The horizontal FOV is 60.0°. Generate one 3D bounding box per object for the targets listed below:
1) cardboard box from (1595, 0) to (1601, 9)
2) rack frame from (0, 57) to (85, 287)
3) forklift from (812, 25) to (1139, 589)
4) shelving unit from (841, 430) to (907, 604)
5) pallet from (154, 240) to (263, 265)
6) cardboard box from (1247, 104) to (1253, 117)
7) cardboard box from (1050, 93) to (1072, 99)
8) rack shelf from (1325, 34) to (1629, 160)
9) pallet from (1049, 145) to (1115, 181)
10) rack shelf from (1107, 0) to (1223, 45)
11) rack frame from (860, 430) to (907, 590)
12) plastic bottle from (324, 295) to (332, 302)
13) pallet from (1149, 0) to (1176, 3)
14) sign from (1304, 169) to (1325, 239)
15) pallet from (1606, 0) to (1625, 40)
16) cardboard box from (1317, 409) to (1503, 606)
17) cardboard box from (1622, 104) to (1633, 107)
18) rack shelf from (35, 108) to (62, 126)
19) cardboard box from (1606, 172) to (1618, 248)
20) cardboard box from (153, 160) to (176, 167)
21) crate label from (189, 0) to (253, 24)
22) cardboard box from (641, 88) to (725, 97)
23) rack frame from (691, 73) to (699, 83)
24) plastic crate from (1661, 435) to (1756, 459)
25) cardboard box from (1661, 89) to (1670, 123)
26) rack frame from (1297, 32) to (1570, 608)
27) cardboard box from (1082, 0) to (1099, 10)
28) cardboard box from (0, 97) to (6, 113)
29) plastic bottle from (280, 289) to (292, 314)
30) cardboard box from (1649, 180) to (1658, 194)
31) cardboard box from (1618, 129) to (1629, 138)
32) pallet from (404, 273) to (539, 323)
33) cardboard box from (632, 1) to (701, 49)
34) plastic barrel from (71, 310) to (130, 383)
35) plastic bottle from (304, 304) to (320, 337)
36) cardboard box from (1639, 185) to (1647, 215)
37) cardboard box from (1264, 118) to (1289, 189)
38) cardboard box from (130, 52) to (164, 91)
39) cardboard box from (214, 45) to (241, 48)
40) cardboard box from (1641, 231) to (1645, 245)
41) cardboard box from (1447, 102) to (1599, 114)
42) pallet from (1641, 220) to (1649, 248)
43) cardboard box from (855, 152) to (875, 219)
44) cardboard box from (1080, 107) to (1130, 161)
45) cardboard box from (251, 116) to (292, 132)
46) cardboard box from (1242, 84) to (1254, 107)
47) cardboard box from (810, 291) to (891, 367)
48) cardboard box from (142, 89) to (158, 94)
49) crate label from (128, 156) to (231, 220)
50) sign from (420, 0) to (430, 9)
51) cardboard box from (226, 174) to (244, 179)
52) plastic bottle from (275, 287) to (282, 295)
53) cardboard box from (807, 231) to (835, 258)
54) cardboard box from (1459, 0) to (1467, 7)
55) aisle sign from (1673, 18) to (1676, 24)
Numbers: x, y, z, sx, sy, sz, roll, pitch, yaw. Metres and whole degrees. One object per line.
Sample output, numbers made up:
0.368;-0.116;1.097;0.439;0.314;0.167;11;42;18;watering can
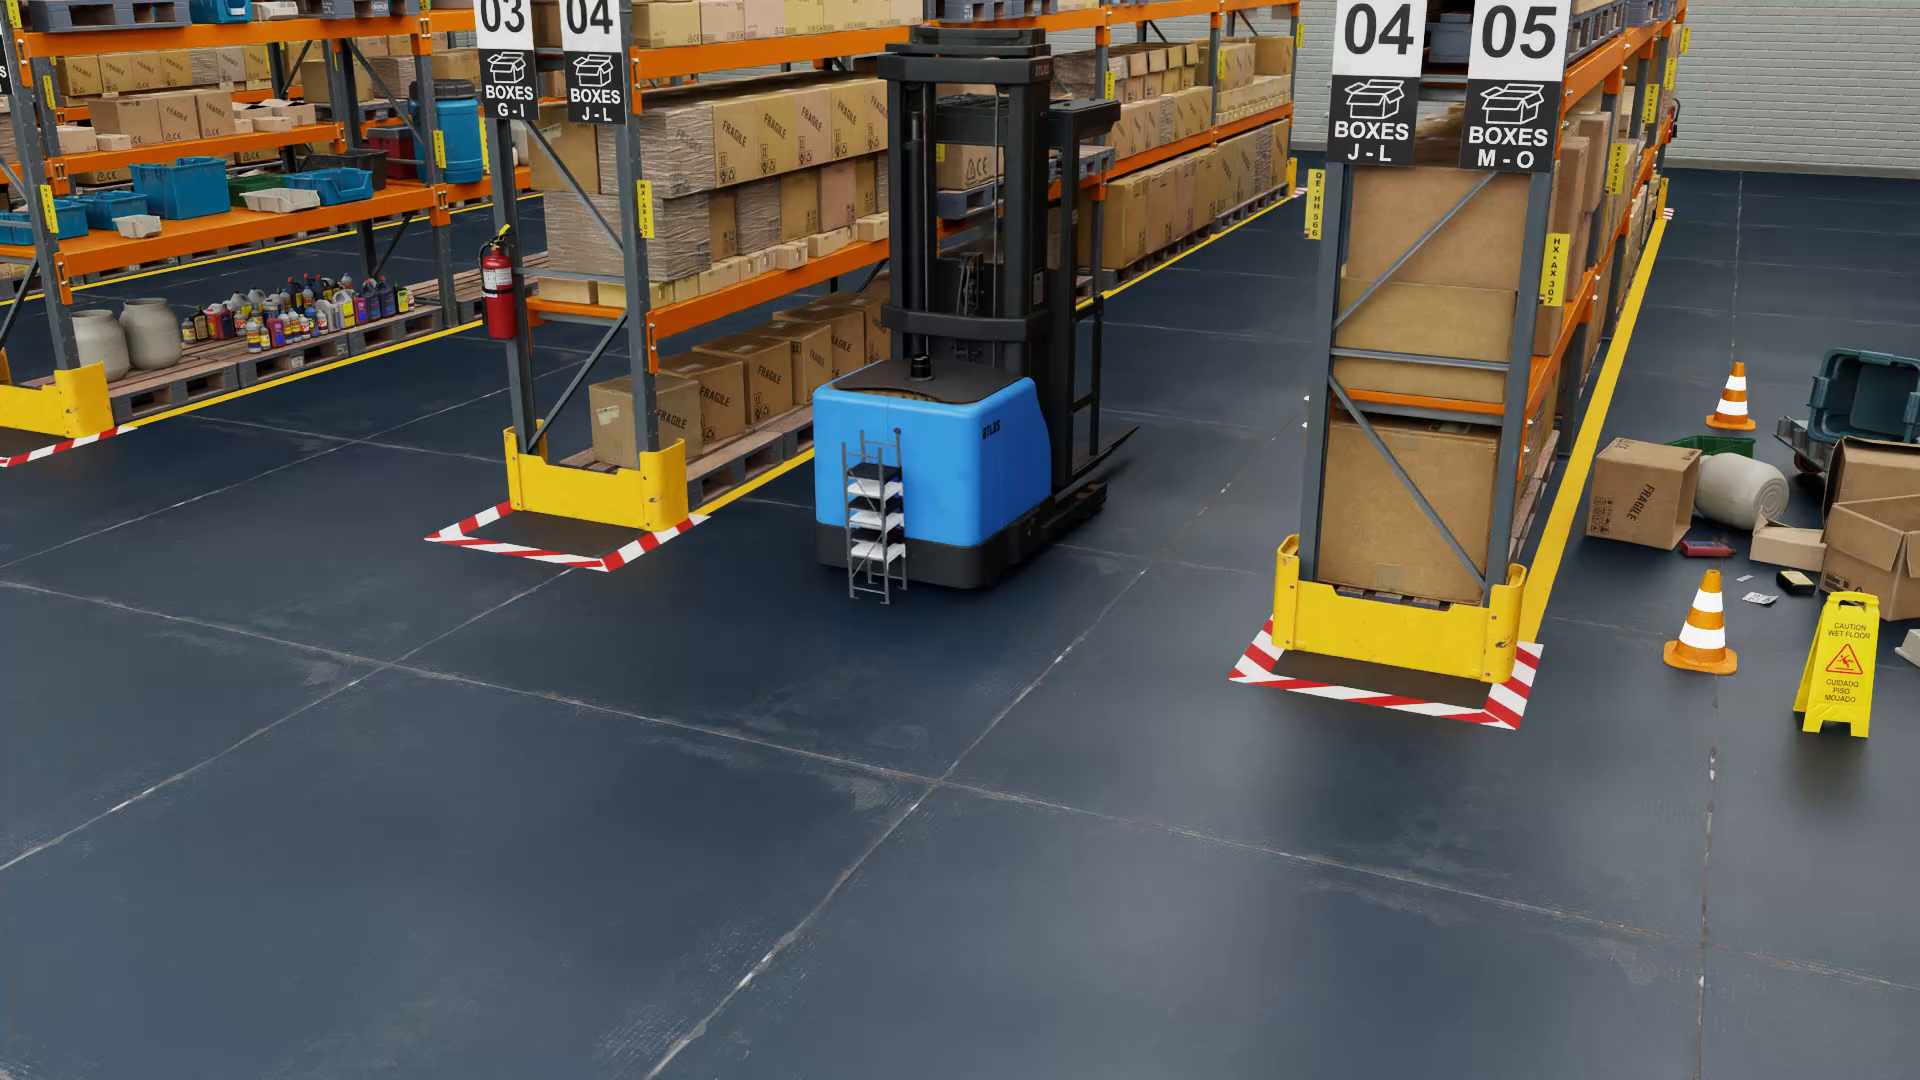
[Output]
3.027;-2.763;8.384;0.380;0.149;0.250;9;21;23;cardboard box
-9.700;-4.148;17.157;1.000;3.000;0.127;9;21;23;rack frame
0.277;-1.569;10.008;1.130;2.935;3.031;9;22;25;forklift
-0.459;-0.121;8.949;0.258;0.900;0.210;9;25;24;shelving unit
-8.936;-3.439;19.325;1.003;0.211;1.213;9;21;23;pallet
3.567;-5.556;21.490;0.380;0.149;0.250;9;21;23;cardboard box
0.789;-4.085;16.203;0.500;0.500;0.500;6;20;16;cardboard box
3.000;-2.539;9.229;1.077;0.370;4.000;9;21;23;rack shelf
0.779;-3.688;16.148;1.213;0.211;1.003;9;21;23;pallet
1.793;-5.696;18.107;1.077;0.370;4.000;9;21;23;rack shelf
-0.414;-0.158;9.033;0.240;0.900;0.006;9;25;24;rack frame
-5.499;-2.007;14.534;0.061;0.283;0.133;9;21;23;plastic bottle
1.644;-5.881;17.835;1.003;0.211;1.213;10;22;25;pallet
1.692;-1.589;7.880;0.100;0.325;0.005;9;21;23;sign
3.475;-3.199;10.144;1.003;0.211;1.213;9;21;23;pallet
2.399;-0.267;8.786;0.875;0.875;0.875;9;21;23;cardboard box
6.144;-4.011;15.632;0.380;0.149;0.250;8;21;20;cardboard box
-13.402;-5.099;20.904;1.077;0.370;4.000;9;21;23;rack shelf
4.486;-2.402;12.096;0.500;0.500;0.500;9;21;23;cardboard box
-11.798;-5.708;24.125;0.750;0.750;0.750;8;21;22;cardboard box
-5.753;-4.115;12.808;0.502;0.251;0.408;9;21;23;crate label
-1.896;-2.732;11.088;0.500;0.500;0.500;9;21;23;cardboard box
-4.787;-7.817;27.471;1.000;3.000;0.127;9;21;23;rack frame
4.943;-0.546;11.137;0.662;0.188;0.450;-14;14;-33;plastic crate
7.963;-5.127;19.316;0.500;0.500;0.500;8;21;22;cardboard box
2.181;-0.854;7.892;1.000;3.000;0.127;9;21;23;rack frame
1.003;-5.174;15.789;0.500;0.250;0.500;9;21;23;cardboard box
-9.719;-4.313;16.503;0.380;0.149;0.250;8;21;22;cardboard box
-5.995;-2.092;14.789;0.097;0.271;0.097;0;20;0;plastic bottle
8.379;-4.357;20.484;0.380;0.149;0.250;9;22;25;cardboard box
5.838;-3.639;15.029;0.380;0.149;0.250;10;22;25;cardboard box
-4.897;-2.399;16.399;1.003;0.211;1.213;9;21;23;pallet
-1.869;-3.019;9.730;0.500;0.250;0.500;9;22;24;cardboard box
-6.621;-1.482;12.746;0.421;0.512;0.421;0;20;0;plastic barrel
-5.530;-1.875;14.180;0.097;0.271;0.097;0;20;0;plastic bottle
7.021;-3.633;17.692;0.500;0.250;0.500;8;21;21;cardboard box
4.061;-5.446;23.351;0.875;0.875;0.875;9;21;23;cardboard box
-11.724;-6.670;23.624;0.500;0.500;0.500;8;21;22;cardboard box
-11.121;-7.489;24.810;0.500;0.250;0.500;9;21;24;cardboard box
7.537;-3.444;18.804;0.380;0.149;0.250;8;21;20;cardboard box
3.637;-2.548;10.821;0.875;0.550;0.550;9;21;23;cardboard box
7.836;-3.793;20.318;1.003;0.211;1.213;9;21;23;pallet
-1.142;-2.698;12.485;0.875;0.500;0.500;9;21;23;cardboard box
1.421;-4.169;17.066;0.500;0.500;0.500;9;22;24;cardboard box
-8.179;-4.940;19.757;0.380;0.149;0.250;9;21;23;cardboard box
3.458;-5.721;21.359;0.500;0.250;0.500;9;22;24;cardboard box
-0.865;-1.691;13.351;0.500;0.500;0.500;8;21;21;cardboard box
-11.736;-6.407;23.852;0.380;0.149;0.250;9;21;24;cardboard box
-6.314;-2.861;13.484;0.502;0.435;0.616;9;21;23;crate label
-4.686;-4.806;14.516;0.100;0.325;0.005;9;21;23;sign
-8.752;-4.256;20.100;0.500;0.311;0.500;8;21;21;cardboard box
-6.075;-2.103;14.802;0.061;0.283;0.133;10;22;25;plastic bottle
-1.112;-2.107;11.791;0.380;0.149;0.250;9;21;23;cardboard box
2.425;-2.853;8.637;0.380;0.149;0.250;8;21;22;cardboard box
9.037;-6.951;21.157;0.394;0.787;0.004;9;21;23;aisle sign
